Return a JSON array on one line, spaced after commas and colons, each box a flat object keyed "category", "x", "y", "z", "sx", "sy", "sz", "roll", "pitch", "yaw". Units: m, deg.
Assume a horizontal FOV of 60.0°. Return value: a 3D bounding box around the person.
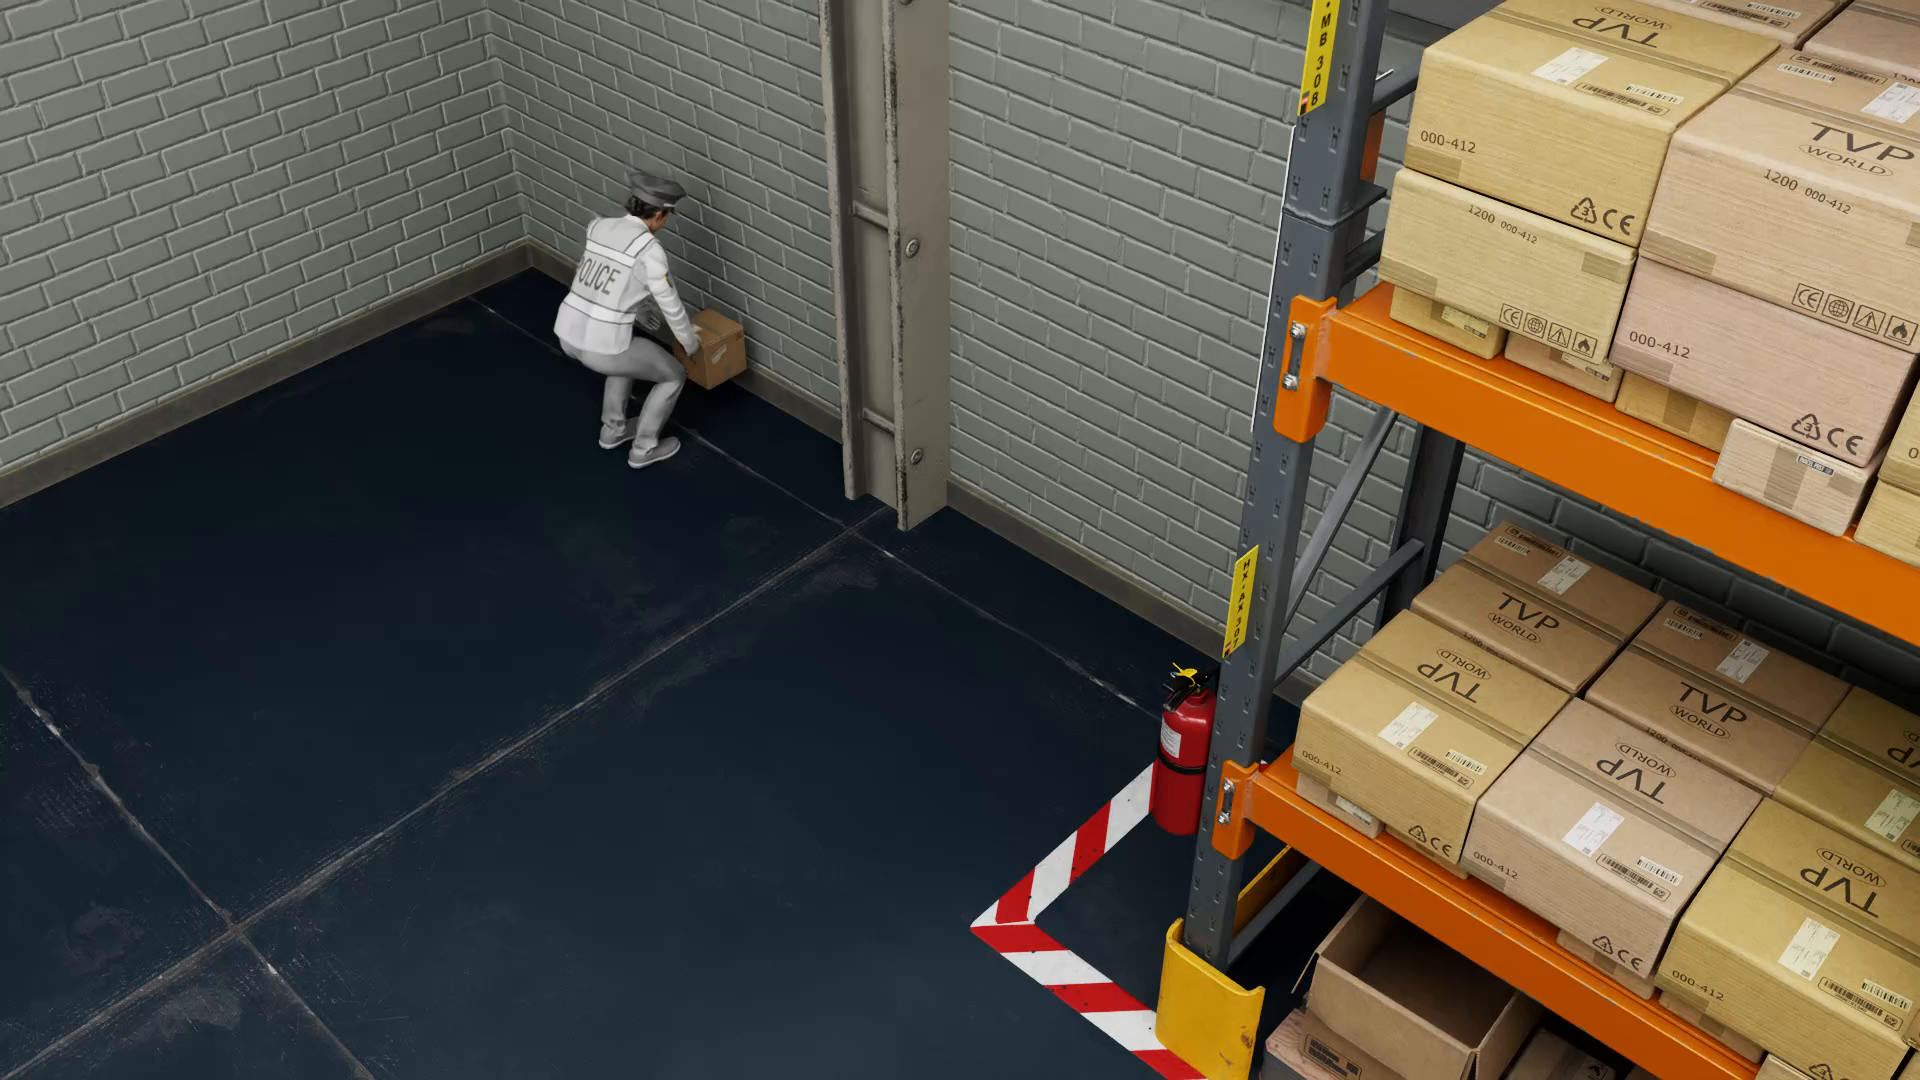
[{"category": "person", "x": -1.517, "y": -1.003, "z": 7.642, "sx": 0.534, "sy": 1.322, "sz": 0.737, "roll": 31, "pitch": 49, "yaw": 32}]
